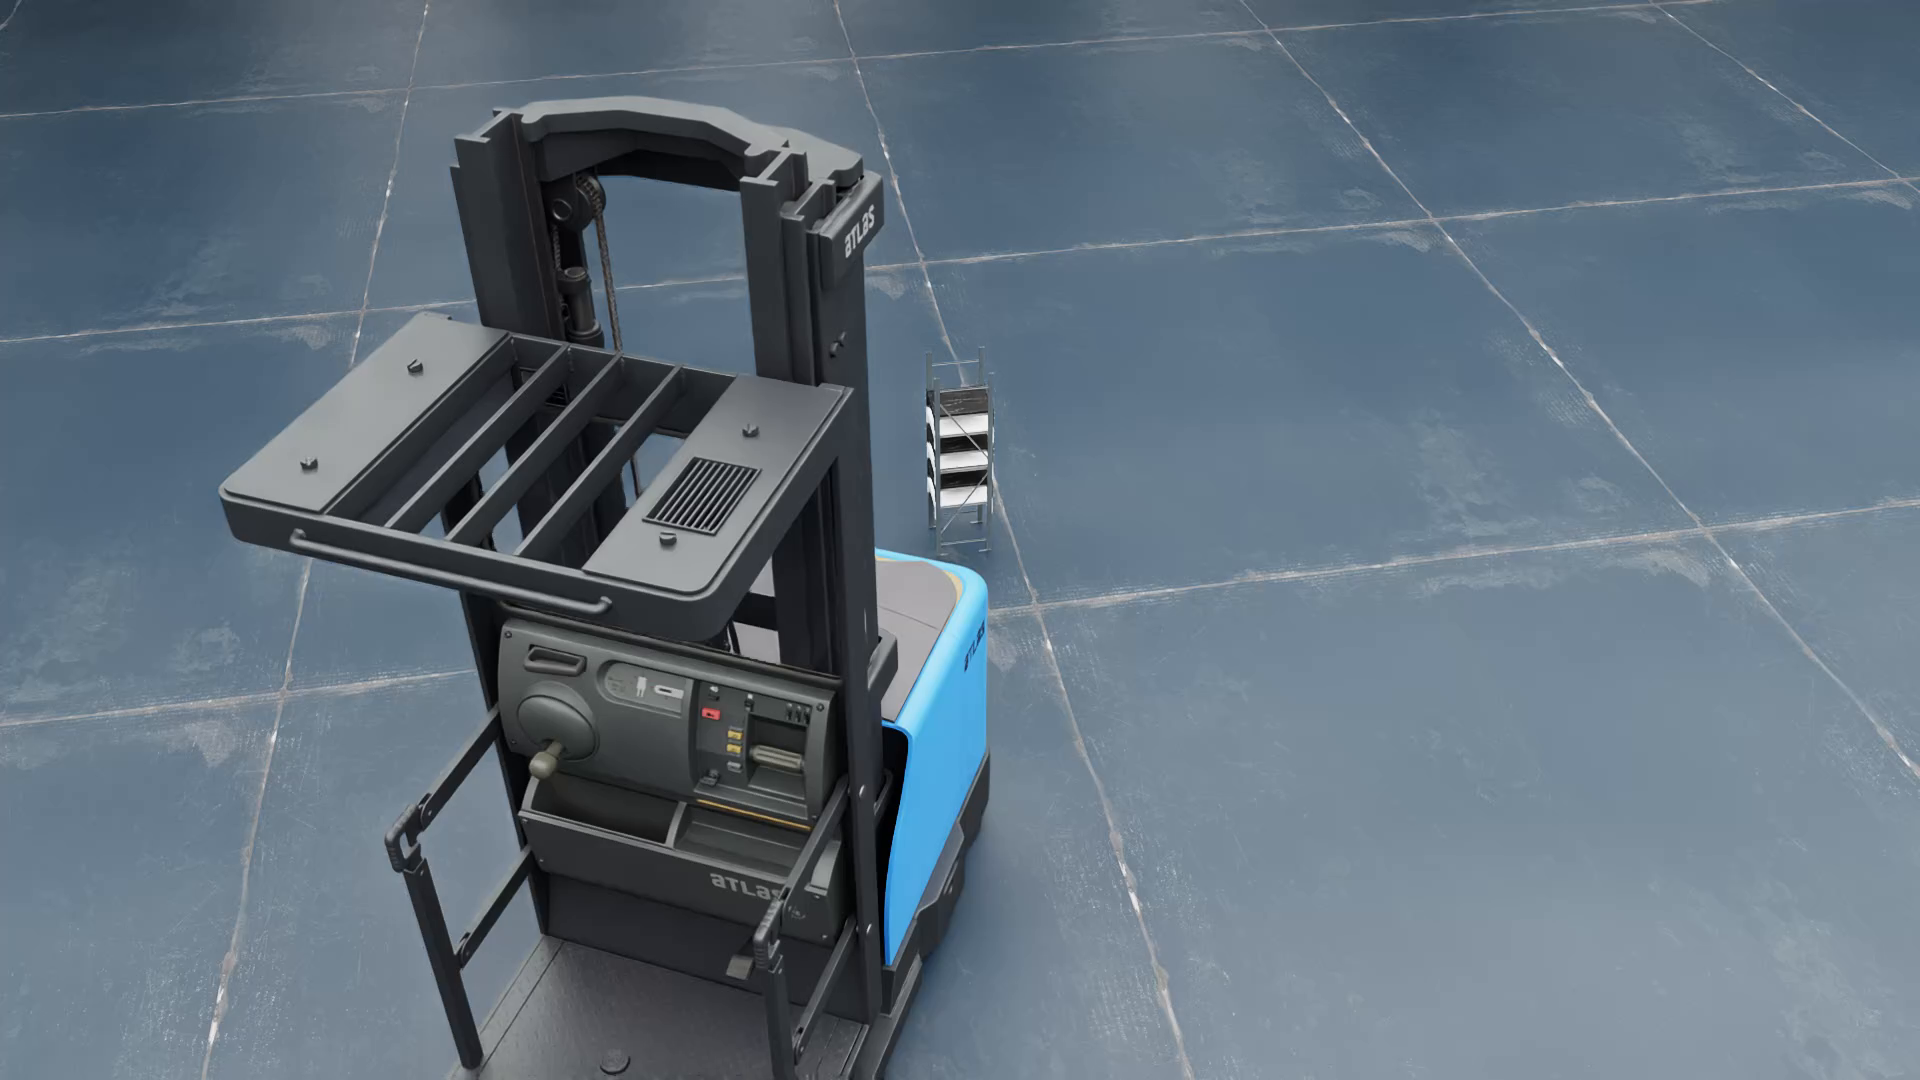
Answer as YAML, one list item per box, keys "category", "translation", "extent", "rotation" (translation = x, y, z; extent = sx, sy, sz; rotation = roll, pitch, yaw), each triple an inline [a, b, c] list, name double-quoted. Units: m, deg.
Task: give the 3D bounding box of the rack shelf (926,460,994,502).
- category: "rack shelf"
  translation: [-0.001, -0.263, 7.056]
  extent: [0.258, 0.077, 0.200]
  rotation: [-6, 38, -8]

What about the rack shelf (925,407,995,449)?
- category: "rack shelf"
  translation: [-0.001, -0.476, 6.890]
  extent: [0.258, 0.077, 0.200]
  rotation: [-6, 38, -8]

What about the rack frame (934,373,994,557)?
- category: "rack frame"
  translation: [0.016, -0.299, 6.901]
  extent: [0.240, 0.900, 0.006]
  rotation: [-6, 38, -8]

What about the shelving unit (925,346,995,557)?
- category: "shelving unit"
  translation: [-0.001, -0.360, 6.980]
  extent: [0.258, 0.900, 0.210]
  rotation: [-6, 38, -8]

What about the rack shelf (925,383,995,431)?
- category: "rack shelf"
  translation: [-0.001, -0.547, 6.835]
  extent: [0.258, 0.077, 0.200]
  rotation: [-6, 38, -8]

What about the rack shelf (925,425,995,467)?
- category: "rack shelf"
  translation: [-0.001, -0.405, 6.945]
  extent: [0.258, 0.077, 0.200]
  rotation: [-6, 38, -8]

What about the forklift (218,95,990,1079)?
- category: "forklift"
  translation: [-0.839, 0.554, 4.147]
  extent: [1.130, 2.935, 3.031]
  rotation: [11, 39, 14]

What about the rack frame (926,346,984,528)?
- category: "rack frame"
  translation: [-0.019, -0.422, 7.059]
  extent: [0.240, 0.900, 0.006]
  rotation: [-6, 38, -8]

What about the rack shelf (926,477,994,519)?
- category: "rack shelf"
  translation: [-0.001, -0.192, 7.111]
  extent: [0.258, 0.077, 0.200]
  rotation: [-6, 38, -8]

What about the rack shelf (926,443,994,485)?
- category: "rack shelf"
  translation: [-0.001, -0.334, 7.001]
  extent: [0.258, 0.077, 0.200]
  rotation: [-6, 38, -8]
